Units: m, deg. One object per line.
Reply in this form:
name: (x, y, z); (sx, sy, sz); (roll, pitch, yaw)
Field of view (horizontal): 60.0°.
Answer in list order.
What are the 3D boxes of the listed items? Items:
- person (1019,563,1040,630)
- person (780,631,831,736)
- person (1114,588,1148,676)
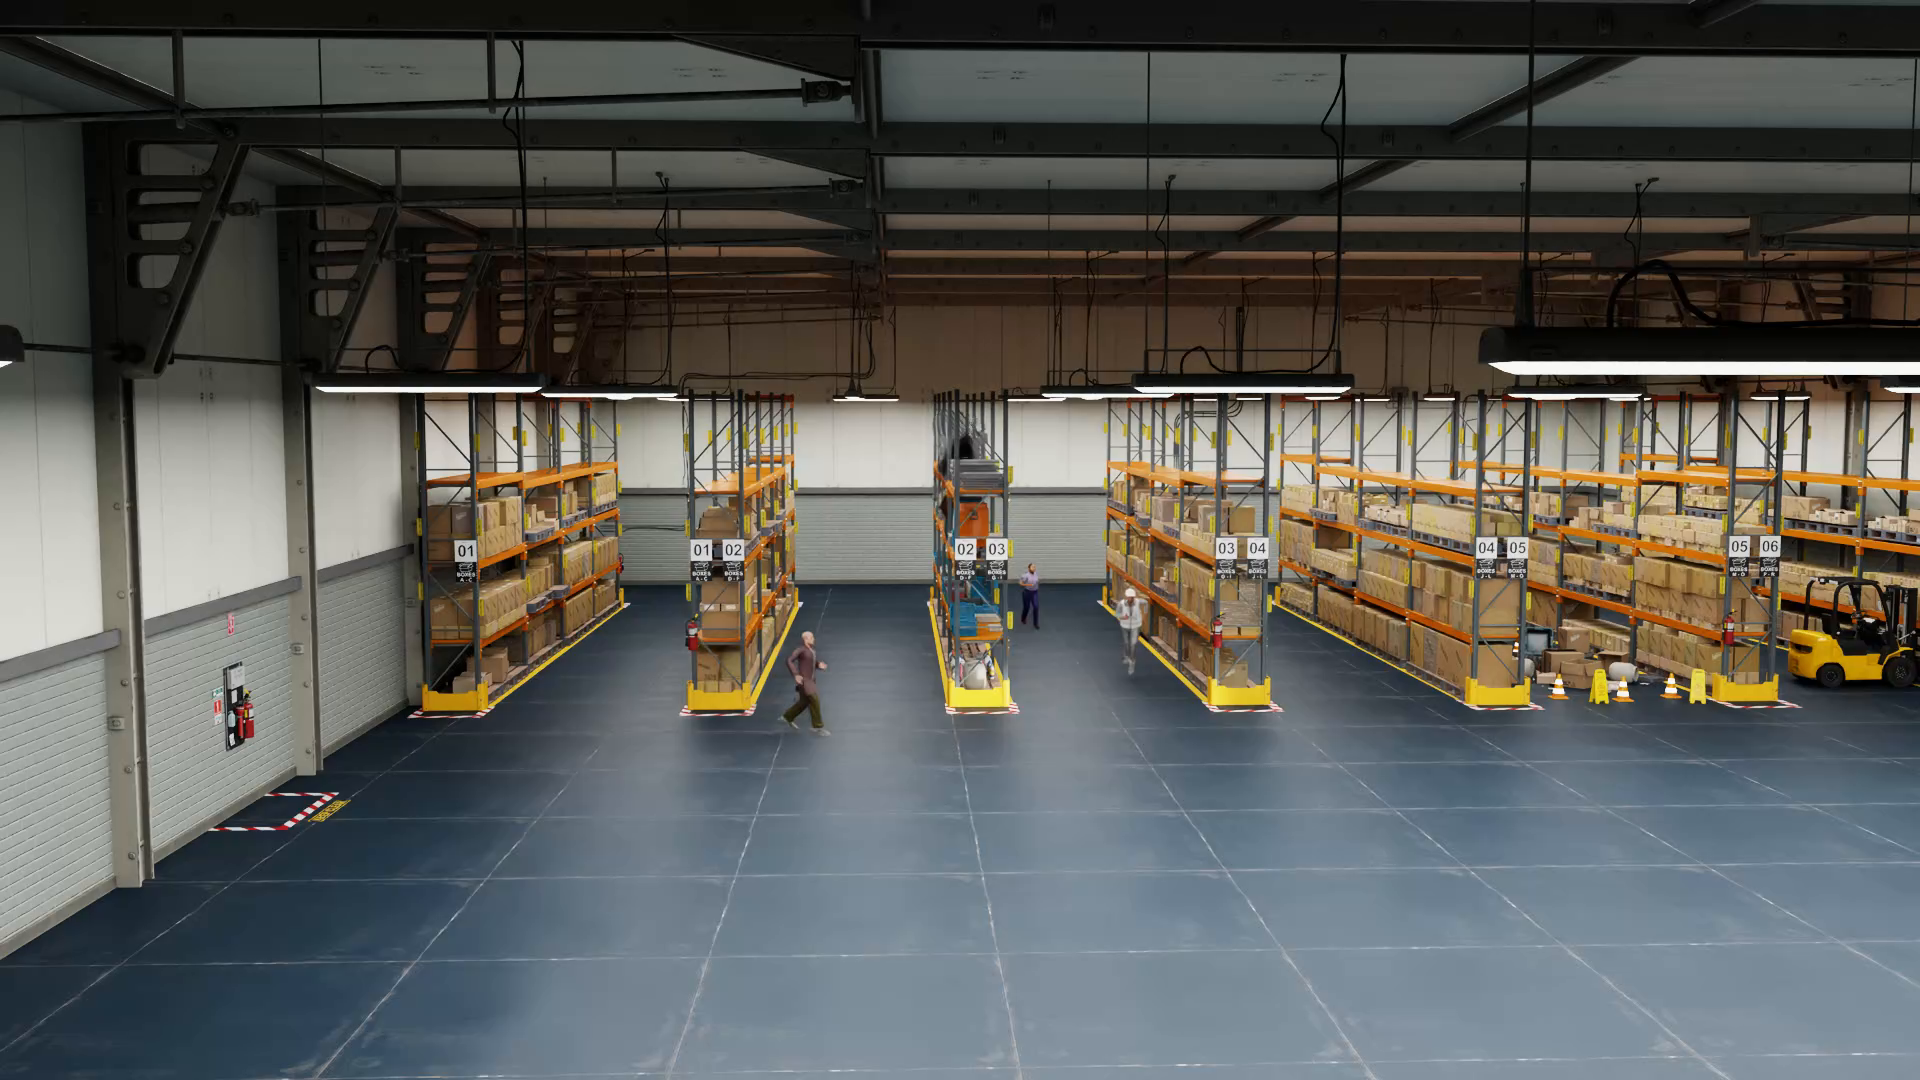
person: (1.771, 1.434, 42.587); (0.586, 1.683, 0.863); (-2, 5, -23)
person: (-2.683, 2.474, 28.872); (1.009, 1.789, 0.720); (1, 5, 16)
person: (3.528, 1.860, 34.283); (0.697, 1.803, 0.967); (0, 5, 5)
